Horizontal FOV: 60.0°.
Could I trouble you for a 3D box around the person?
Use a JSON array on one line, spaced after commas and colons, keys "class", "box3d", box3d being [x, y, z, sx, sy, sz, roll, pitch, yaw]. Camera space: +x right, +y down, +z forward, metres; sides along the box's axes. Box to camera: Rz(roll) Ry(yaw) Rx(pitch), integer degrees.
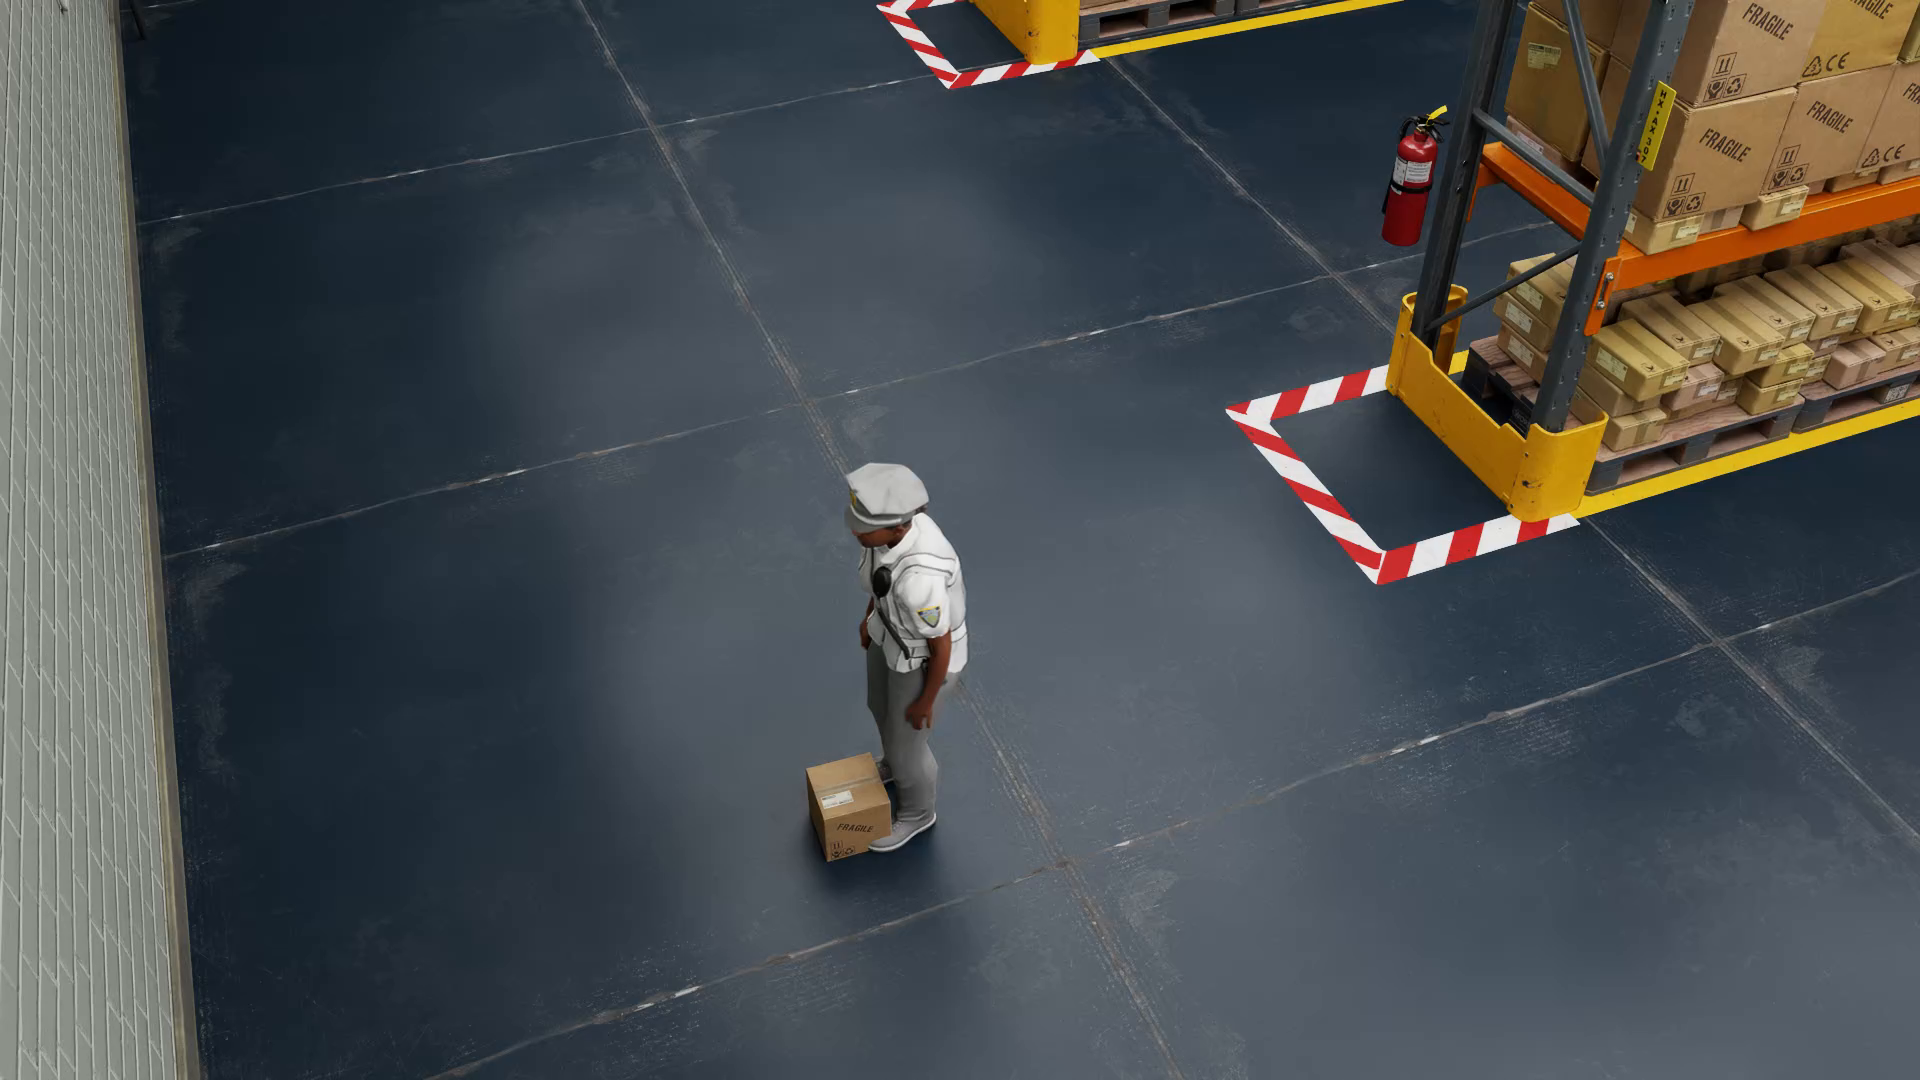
[{"class": "person", "box3d": [-0.205, 0.394, 5.722, 0.415, 1.660, 0.507, -15, 44, -16]}]
